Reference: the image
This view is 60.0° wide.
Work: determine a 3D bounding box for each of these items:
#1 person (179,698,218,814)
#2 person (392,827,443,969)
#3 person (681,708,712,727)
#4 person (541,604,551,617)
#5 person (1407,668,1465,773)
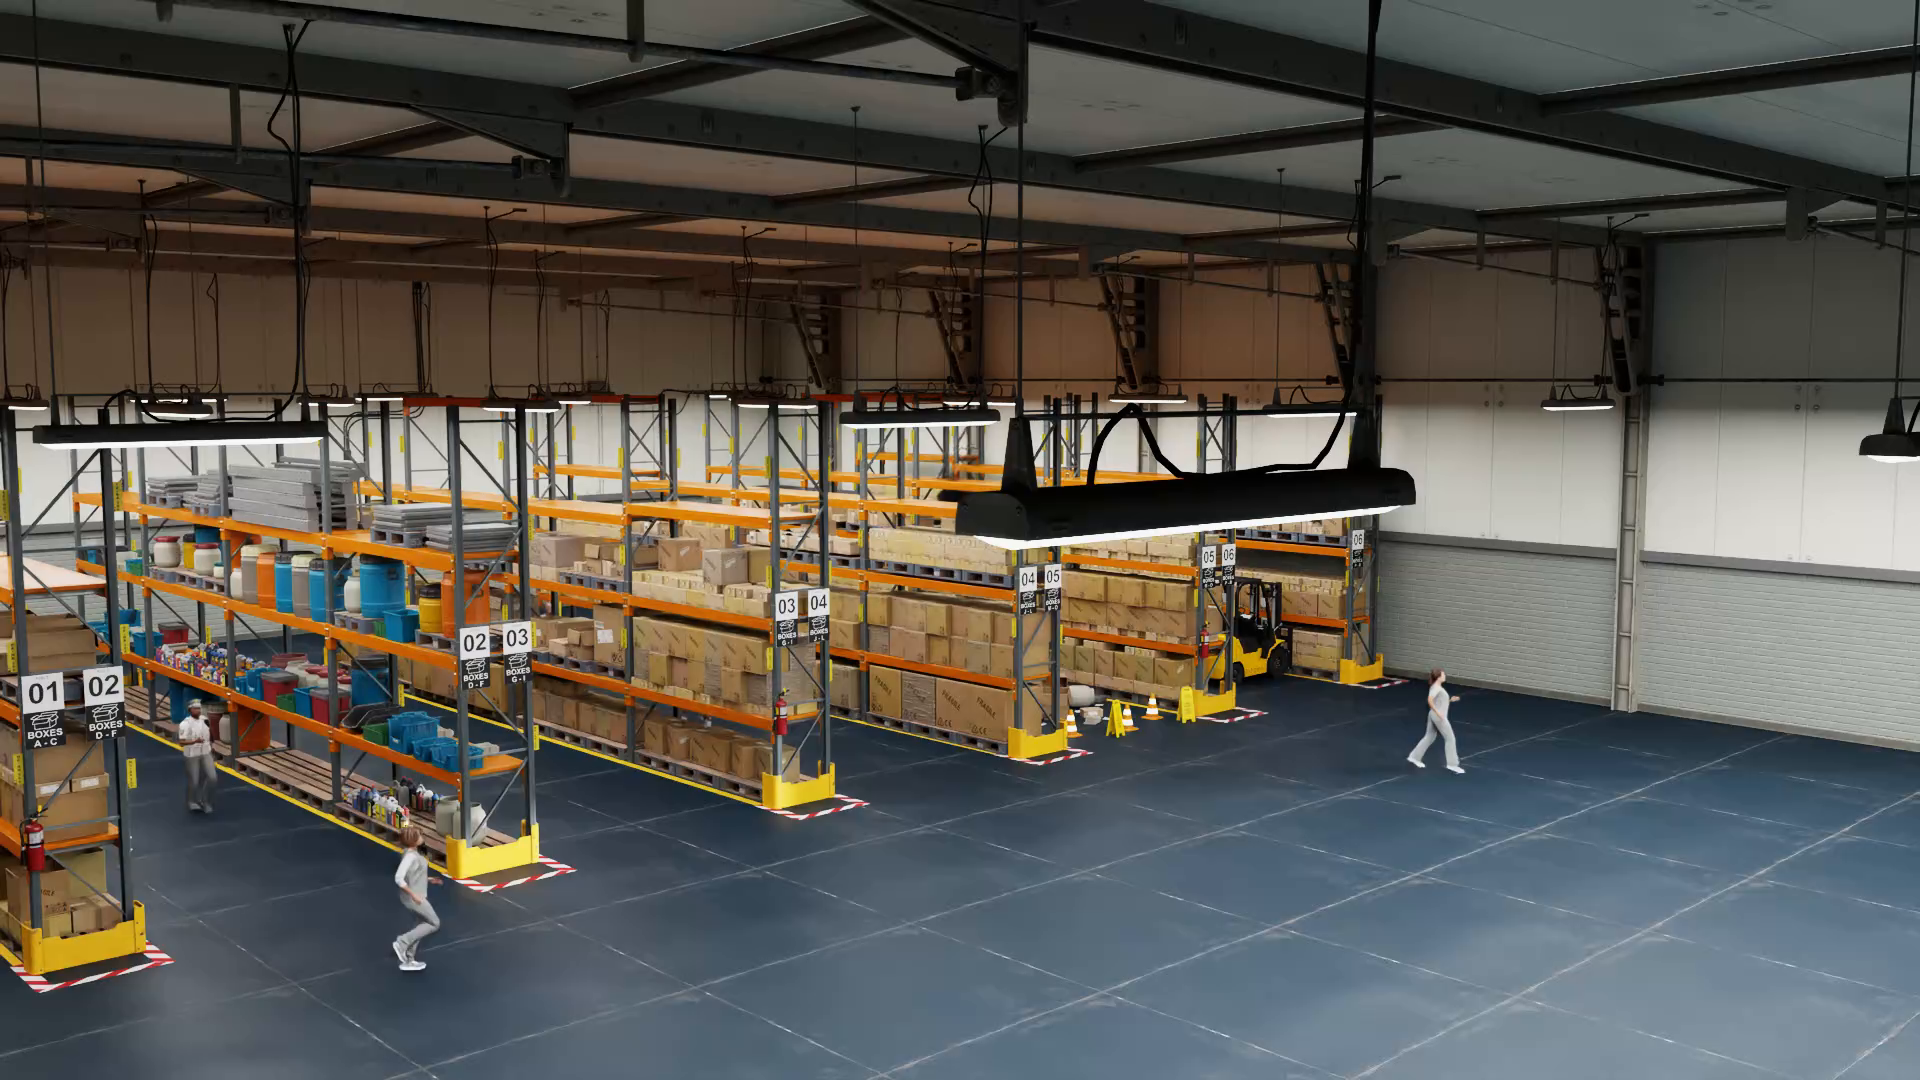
[{"bbox_3d":[-11.084,3.159,24.233,0.667,1.723,0.558,5,7,39],"label":"person"},{"bbox_3d":[-5.813,3.838,17.815,0.537,1.558,0.534,-2,6,-19],"label":"person"},{"bbox_3d":[-4.813,2.567,30.387,0.583,1.708,0.869,-5,8,-44],"label":"person"},{"bbox_3d":[-8.415,2.178,34.000,0.940,1.776,0.715,5,7,42],"label":"person"},{"bbox_3d":[7.671,2.898,26.730,0.895,1.697,0.552,0,6,-1],"label":"person"}]
